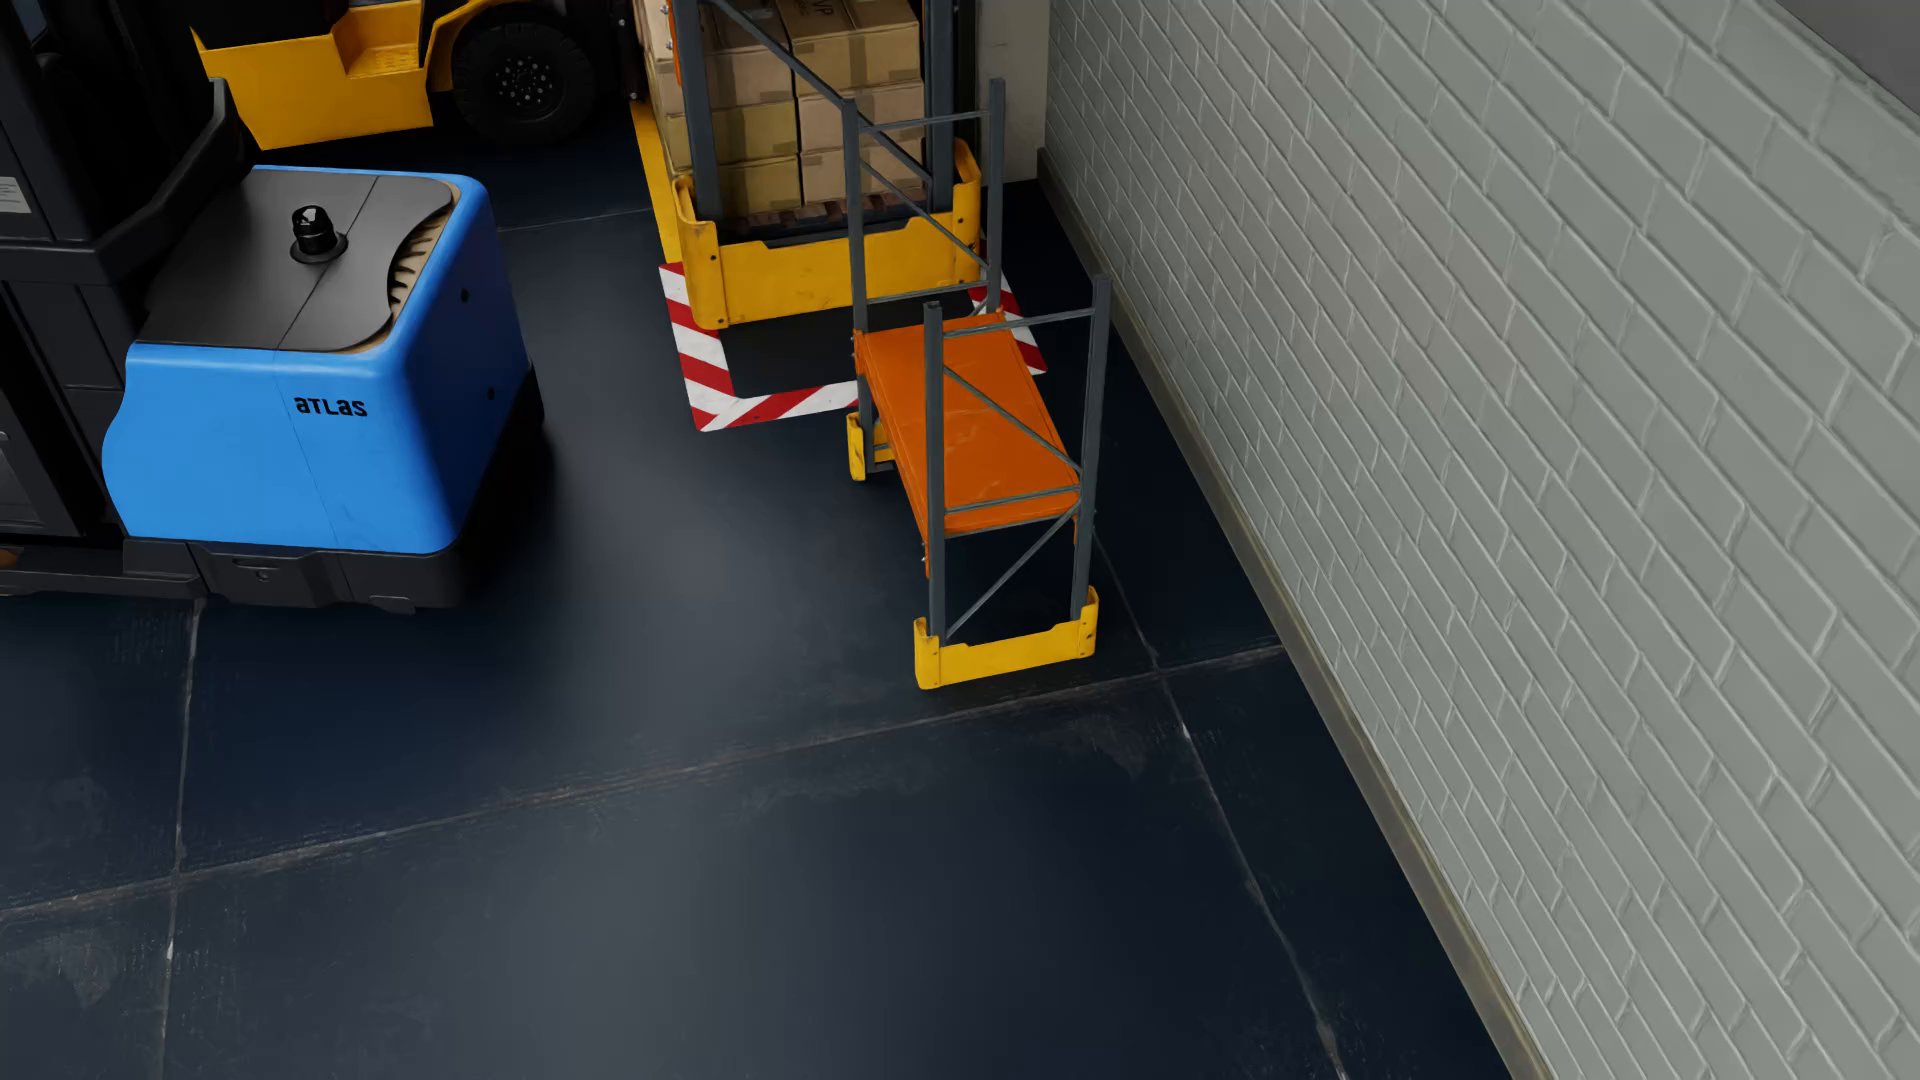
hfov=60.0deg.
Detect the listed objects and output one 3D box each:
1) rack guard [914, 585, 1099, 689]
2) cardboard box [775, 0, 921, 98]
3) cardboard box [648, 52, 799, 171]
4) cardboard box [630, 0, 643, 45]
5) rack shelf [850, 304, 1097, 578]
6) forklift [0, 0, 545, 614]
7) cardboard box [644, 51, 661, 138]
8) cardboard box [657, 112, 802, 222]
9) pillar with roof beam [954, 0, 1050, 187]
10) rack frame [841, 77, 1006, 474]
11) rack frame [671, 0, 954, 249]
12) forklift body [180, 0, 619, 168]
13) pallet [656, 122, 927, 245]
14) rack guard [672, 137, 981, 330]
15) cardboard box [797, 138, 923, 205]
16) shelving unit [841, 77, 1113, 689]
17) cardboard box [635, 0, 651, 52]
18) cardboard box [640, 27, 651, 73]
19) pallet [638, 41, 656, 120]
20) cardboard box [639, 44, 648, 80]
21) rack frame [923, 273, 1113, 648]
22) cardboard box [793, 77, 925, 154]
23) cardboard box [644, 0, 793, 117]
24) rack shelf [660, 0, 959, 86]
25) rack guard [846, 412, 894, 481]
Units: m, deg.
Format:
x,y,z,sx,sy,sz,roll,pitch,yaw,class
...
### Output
x,y,z,sx,sy,sz,roll,pitch,yaw,class
0.147,0.309,5.272,0.587,0.250,0.087,-11,47,-10,rack guard
-0.460,-2.011,6.552,0.500,0.250,0.500,-11,47,-11,cardboard box
-0.947,-1.749,6.645,0.500,0.250,0.500,-11,47,-11,cardboard box
-1.217,-2.450,7.332,0.500,0.250,0.500,-12,47,-11,cardboard box
0.022,-0.340,5.285,0.538,0.185,1.000,-11,47,-10,rack shelf
-3.067,-1.212,4.886,3.031,2.935,1.130,3,46,3,forklift
-1.064,-1.907,7.149,0.500,0.250,0.500,-11,47,-10,cardboard box
-0.945,-1.562,6.811,0.500,0.250,0.500,-10,46,-10,cardboard box
-3.988,-4.069,3.437,9.100,9.000,0.400,-11,47,-10,pillar with roof beam
-0.108,-0.817,5.501,0.500,1.500,0.032,-11,47,-10,rack frame
-0.520,-2.110,5.718,1.000,3.000,0.127,-11,47,-10,rack frame
-2.769,-2.789,6.977,2.313,2.155,1.214,-11,47,-10,forklift body
-0.756,-1.655,7.224,1.003,0.211,1.213,-11,47,-10,pallet
-0.514,-1.219,6.594,1.175,0.500,0.348,-11,47,-10,rack guard
-0.456,-1.670,6.917,0.500,0.250,0.500,-11,47,-10,cardboard box
0.020,-0.472,5.163,0.587,1.500,1.083,-11,47,-10,shelving unit
-1.076,-2.257,6.793,0.500,0.250,0.500,-10,46,-10,cardboard box
-1.065,-2.097,6.986,0.500,0.250,0.500,-11,47,-11,cardboard box
-1.065,-2.495,8.048,1.003,0.211,1.213,-11,47,-10,pallet
-1.183,-2.254,7.490,0.500,0.250,0.500,-10,46,-10,cardboard box
0.152,-0.115,4.813,0.500,1.500,0.032,-11,47,-10,rack frame
-0.439,-1.833,6.727,0.500,0.250,0.500,-10,46,-10,cardboard box
-0.939,-1.906,6.449,0.500,0.250,0.500,-9,46,-9,cardboard box
-1.032,-3.239,7.328,1.077,0.370,4.000,-11,47,-10,rack shelf
-0.108,-0.379,5.946,0.587,0.250,0.087,-11,47,-10,rack guard
